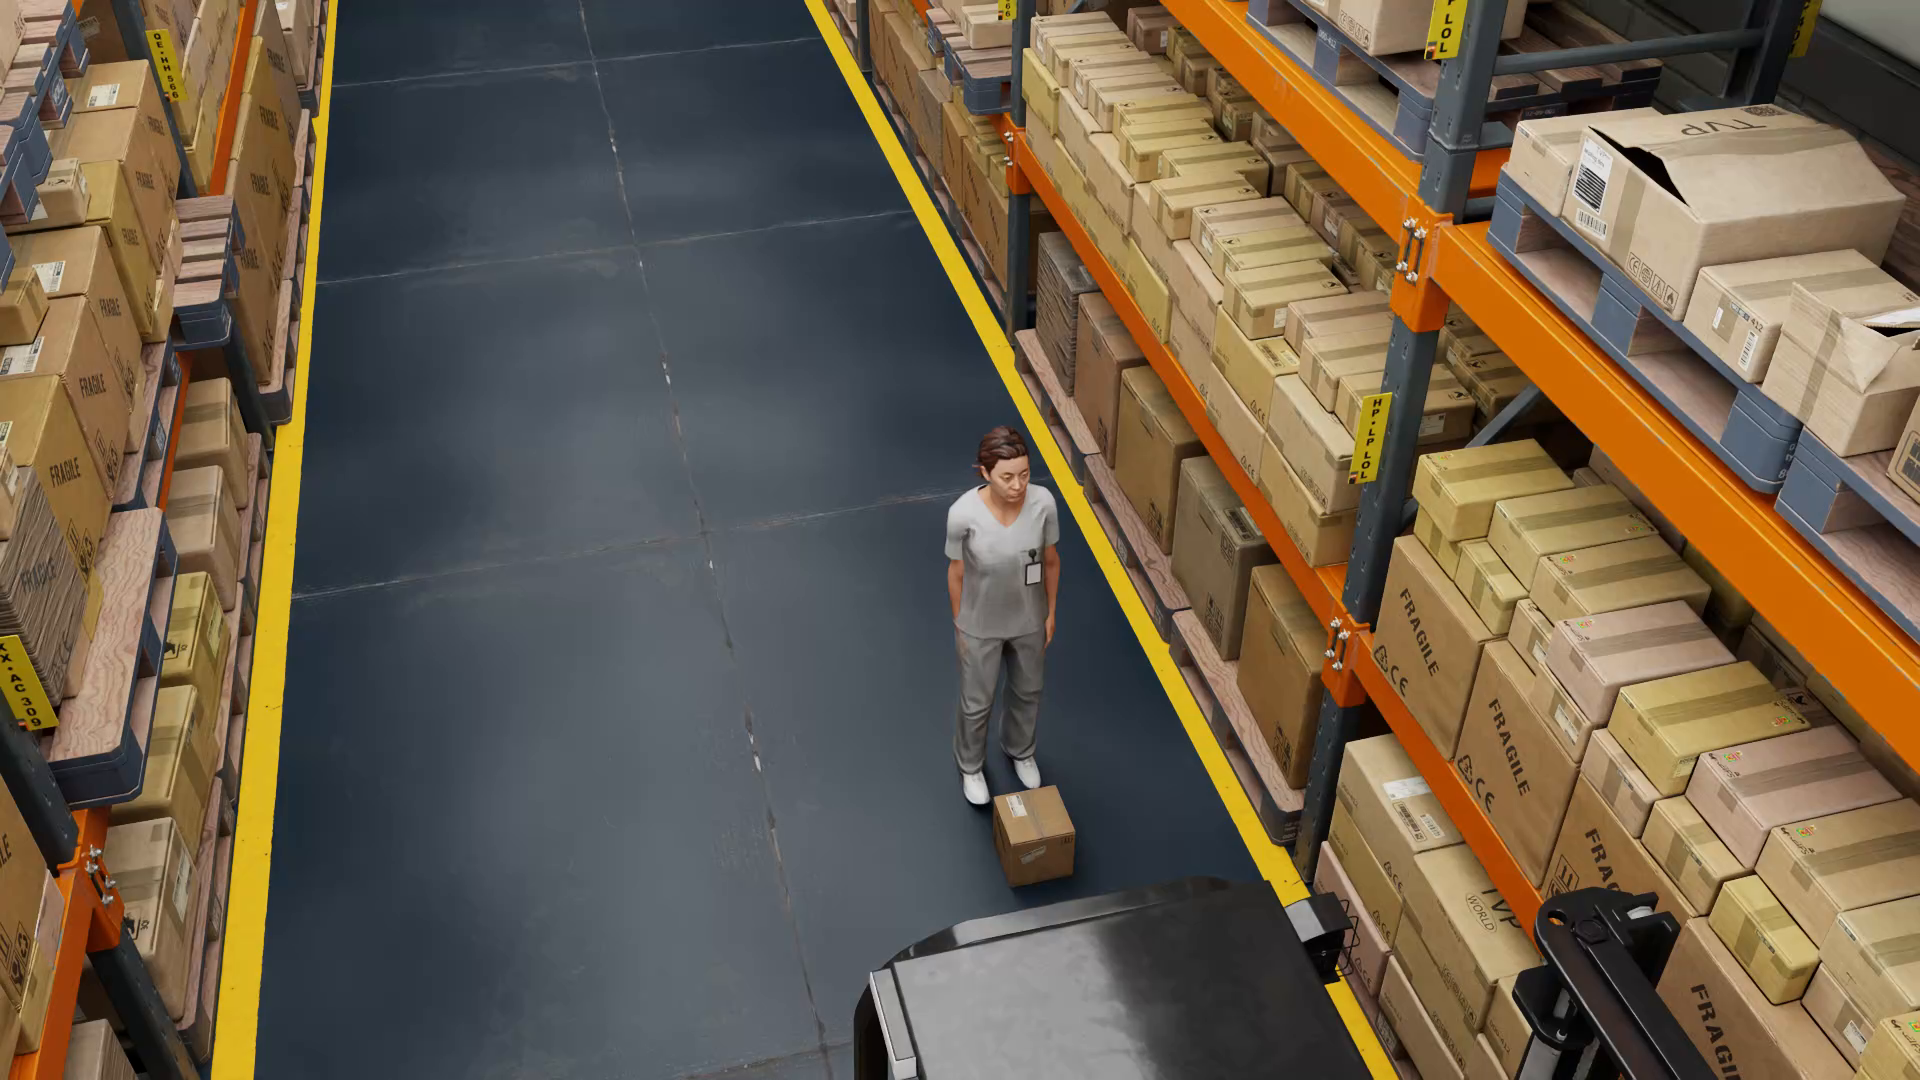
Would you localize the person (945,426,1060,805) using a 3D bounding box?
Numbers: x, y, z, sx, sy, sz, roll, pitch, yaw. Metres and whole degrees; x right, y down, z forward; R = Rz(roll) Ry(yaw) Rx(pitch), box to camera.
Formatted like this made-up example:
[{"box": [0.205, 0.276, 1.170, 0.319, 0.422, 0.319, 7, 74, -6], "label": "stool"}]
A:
[{"box": [0.163, 0.303, 6.295, 0.436, 1.690, 0.377, -9, 39, -11], "label": "person"}]
